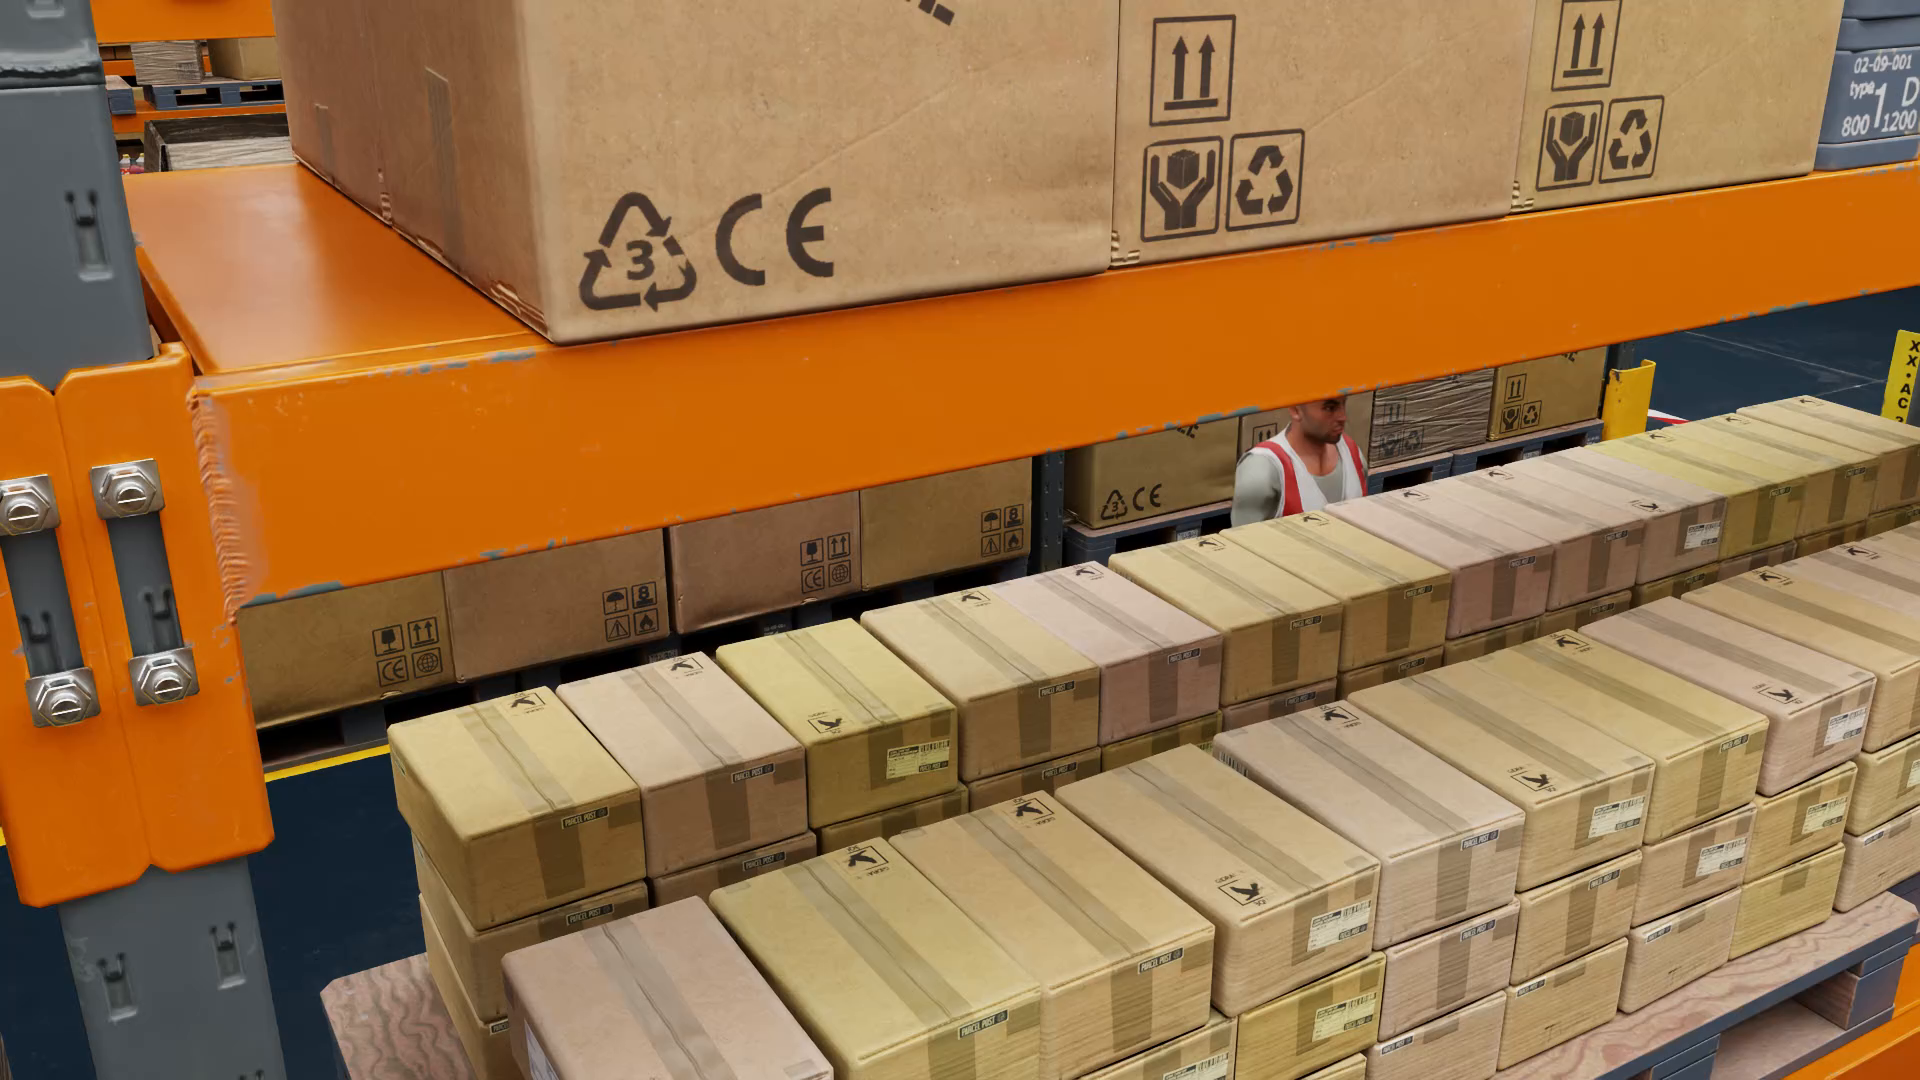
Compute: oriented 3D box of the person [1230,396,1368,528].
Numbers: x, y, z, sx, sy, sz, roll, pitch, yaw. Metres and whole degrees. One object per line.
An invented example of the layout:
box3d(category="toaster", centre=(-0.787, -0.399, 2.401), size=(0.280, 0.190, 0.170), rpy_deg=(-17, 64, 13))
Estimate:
box3d(category="person", centre=(1.114, 0.271, 5.358), size=(0.526, 1.793, 0.380), rpy_deg=(-12, 24, -27))
